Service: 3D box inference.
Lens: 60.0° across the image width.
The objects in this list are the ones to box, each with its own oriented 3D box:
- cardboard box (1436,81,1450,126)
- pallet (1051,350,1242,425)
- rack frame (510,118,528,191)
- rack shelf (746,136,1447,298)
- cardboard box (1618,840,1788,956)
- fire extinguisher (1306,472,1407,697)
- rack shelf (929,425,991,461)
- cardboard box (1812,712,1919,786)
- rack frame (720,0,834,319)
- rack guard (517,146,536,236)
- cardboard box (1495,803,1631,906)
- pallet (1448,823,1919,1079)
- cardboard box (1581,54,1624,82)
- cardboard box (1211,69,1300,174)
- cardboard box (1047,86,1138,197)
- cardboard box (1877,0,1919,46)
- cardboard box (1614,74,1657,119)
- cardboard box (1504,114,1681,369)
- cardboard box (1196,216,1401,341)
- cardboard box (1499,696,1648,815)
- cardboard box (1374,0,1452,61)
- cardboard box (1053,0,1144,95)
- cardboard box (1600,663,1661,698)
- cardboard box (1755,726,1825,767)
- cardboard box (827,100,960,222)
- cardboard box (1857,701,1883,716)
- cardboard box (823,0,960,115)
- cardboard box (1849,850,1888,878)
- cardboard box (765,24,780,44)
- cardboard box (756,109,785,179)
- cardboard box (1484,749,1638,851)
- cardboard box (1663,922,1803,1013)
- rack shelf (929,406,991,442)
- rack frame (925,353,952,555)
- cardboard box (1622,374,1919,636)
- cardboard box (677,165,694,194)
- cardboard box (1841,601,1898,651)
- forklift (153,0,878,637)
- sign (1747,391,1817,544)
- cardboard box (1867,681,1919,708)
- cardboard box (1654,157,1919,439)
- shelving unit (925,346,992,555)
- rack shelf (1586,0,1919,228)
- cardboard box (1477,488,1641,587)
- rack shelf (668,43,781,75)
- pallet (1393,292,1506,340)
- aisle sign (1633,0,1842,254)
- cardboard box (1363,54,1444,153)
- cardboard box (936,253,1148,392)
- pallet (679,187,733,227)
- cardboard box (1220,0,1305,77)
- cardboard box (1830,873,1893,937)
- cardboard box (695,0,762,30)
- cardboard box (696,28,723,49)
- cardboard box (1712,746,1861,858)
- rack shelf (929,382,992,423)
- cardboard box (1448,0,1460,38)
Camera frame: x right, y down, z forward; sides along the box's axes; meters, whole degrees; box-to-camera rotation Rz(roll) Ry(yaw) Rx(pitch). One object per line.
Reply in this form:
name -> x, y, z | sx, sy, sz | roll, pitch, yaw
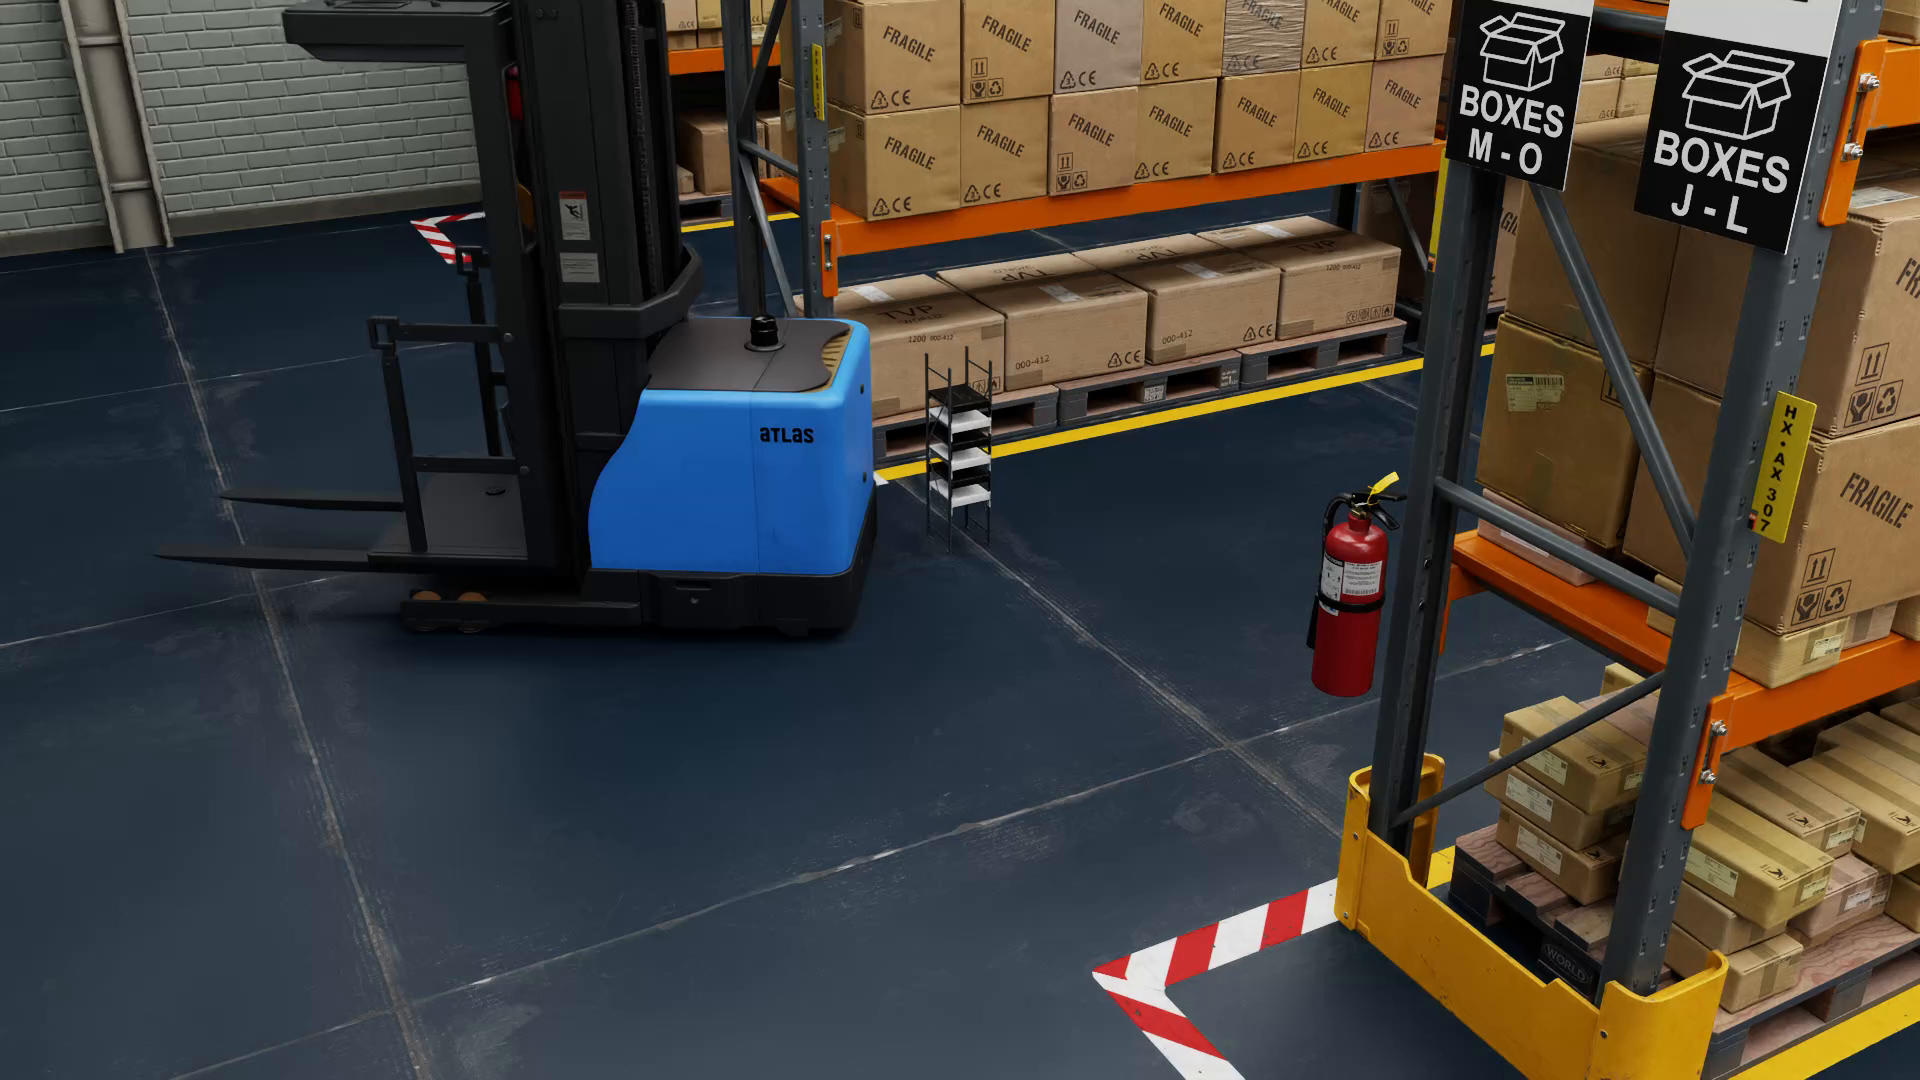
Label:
cardboard box -> 3.148, -2.580, 9.830 | 0.500, 0.250, 0.500 | -14, 29, -26
pallet -> 0.850, -1.026, 9.643 | 1.213, 0.211, 1.003 | -13, 29, -25
rack frame -> -3.233, -3.739, 12.071 | 0.127, 3.000, 1.000 | -13, 29, -25
rack shelf -> 0.871, -1.927, 9.129 | 4.000, 0.370, 1.077 | -13, 29, -25
cardboard box -> 2.107, 0.979, 4.710 | 0.250, 0.149, 0.380 | -12, 28, -23
fire extinguisher -> 1.085, 0.104, 4.588 | 0.183, 0.674, 0.296 | -13, 29, -25
rack shelf -> -0.007, -0.455, 7.527 | 0.200, 0.077, 0.258 | -13, 29, -25
cardboard box -> 2.796, 0.690, 4.968 | 0.250, 0.149, 0.380 | -15, 29, -28
rack frame -> -0.894, -1.844, 8.124 | 0.127, 3.000, 1.000 | -13, 29, -25
rack guard -> -3.166, -2.627, 12.644 | 0.348, 0.500, 1.175 | -13, 29, -25
cardboard box -> 1.891, 0.935, 5.145 | 0.250, 0.149, 0.380 | -12, 28, -24
pallet -> 2.325, 1.116, 5.182 | 1.213, 0.211, 1.003 | -13, 29, -25
cardboard box -> 3.603, -2.915, 9.951 | 0.500, 0.250, 0.500 | -13, 28, -24
cardboard box -> 1.458, -2.296, 8.952 | 0.500, 0.500, 0.500 | -13, 29, -26
cardboard box -> 0.555, -2.087, 8.516 | 0.500, 0.500, 0.500 | -13, 29, -25
cardboard box -> 2.041, -1.252, 3.600 | 0.500, 0.250, 0.500 | -12, 28, -23
cardboard box -> 4.063, -2.784, 10.256 | 0.500, 0.250, 0.500 | -13, 29, -26
cardboard box -> 1.811, -0.792, 4.319 | 0.500, 0.500, 0.500 | -14, 29, -26
cardboard box -> 2.031, -1.606, 10.104 | 0.875, 0.438, 0.875 | -13, 29, -26
cardboard box -> 1.872, 0.649, 5.053 | 0.250, 0.149, 0.380 | -13, 28, -25
cardboard box -> 2.349, -2.953, 9.163 | 0.500, 0.500, 0.500 | -13, 29, -26
cardboard box -> 0.567, -2.544, 8.313 | 0.500, 0.500, 0.500 | -13, 29, -25
cardboard box -> 2.290, 0.519, 5.325 | 0.250, 0.149, 0.380 | -14, 29, -26
cardboard box -> 2.599, 0.650, 5.396 | 0.250, 0.149, 0.380 | -13, 29, -26
cardboard box -> -0.336, -1.877, 8.078 | 0.500, 0.500, 0.500 | -13, 29, -25
cardboard box -> 2.999, 0.509, 5.688 | 0.250, 0.149, 0.380 | -12, 28, -23
cardboard box -> -0.337, -2.328, 7.863 | 0.500, 0.500, 0.500 | -14, 29, -26
cardboard box -> 2.550, 0.861, 4.955 | 0.250, 0.149, 0.380 | -13, 28, -24
cardboard box -> -1.431, -3.892, 12.682 | 0.250, 0.149, 0.380 | -12, 28, -24
cardboard box -> -1.363, -3.118, 13.182 | 0.500, 0.500, 0.500 | -12, 28, -24
cardboard box -> 1.856, 0.771, 5.143 | 0.250, 0.149, 0.380 | -14, 29, -26
cardboard box -> 2.137, 1.138, 4.724 | 0.250, 0.149, 0.380 | -12, 28, -24
rack shelf -> -0.007, -0.536, 7.488 | 0.200, 0.077, 0.258 | -13, 29, -25
rack frame -> -0.097, -0.383, 7.509 | 0.006, 0.900, 0.240 | -13, 29, -25
cardboard box -> 2.050, -0.139, 4.115 | 0.500, 0.500, 0.500 | -12, 28, -23
cardboard box -> -2.256, -2.803, 12.931 | 0.250, 0.149, 0.380 | -14, 29, -27
cardboard box -> 2.169, 0.131, 4.302 | 0.250, 0.149, 0.380 | -12, 28, -23
forklift -> -1.920, -1.159, 6.777 | 3.031, 2.935, 1.130 | 2, 26, 3
sign -> 1.780, -0.157, 3.611 | 0.005, 0.325, 0.100 | -13, 29, -25
cardboard box -> 3.043, 0.403, 5.566 | 0.250, 0.149, 0.380 | -14, 29, -27
cardboard box -> 2.045, -0.594, 3.907 | 0.500, 0.500, 0.500 | -13, 29, -25
shelving unit -> -0.007, -0.404, 7.552 | 0.210, 0.900, 0.258 | -13, 29, -25
rack shelf -> 3.289, -1.409, 4.585 | 4.000, 0.370, 1.077 | -13, 29, -25
cardboard box -> 1.679, -0.035, 4.647 | 0.250, 0.149, 0.380 | -13, 29, -25
rack shelf -> -1.468, -3.822, 13.075 | 4.000, 0.370, 1.077 | -13, 29, -25
pallet -> 3.281, -1.587, 10.812 | 1.213, 0.211, 1.003 | -13, 29, -25
aisle sign -> 1.601, -1.016, 3.398 | 0.004, 0.787, 0.394 | -13, 29, -25
cardboard box -> 2.346, -2.511, 9.400 | 0.500, 0.500, 0.500 | -13, 28, -25
cardboard box -> 0.445, -1.240, 9.342 | 0.875, 0.438, 0.875 | -12, 28, -24
pallet -> -2.463, -2.660, 13.046 | 1.213, 0.211, 1.003 | -13, 29, -25
cardboard box -> 1.453, -2.745, 8.731 | 0.500, 0.500, 0.500 | -13, 28, -24
cardboard box -> 2.546, 1.000, 5.011 | 0.250, 0.149, 0.380 | -13, 28, -25
cardboard box -> -1.816, -4.002, 12.449 | 0.500, 0.250, 0.500 | -14, 29, -26
cardboard box -> -1.912, -3.808, 12.506 | 0.250, 0.149, 0.380 | -13, 28, -24
cardboard box -> 2.333, 0.775, 4.792 | 0.250, 0.149, 0.380 | -12, 28, -24
rack shelf -> -0.007, -0.617, 7.449 | 0.200, 0.077, 0.258 | -13, 29, -25
cardboard box -> 3.159, -3.134, 9.541 | 0.500, 0.500, 0.500 | -13, 28, -25
